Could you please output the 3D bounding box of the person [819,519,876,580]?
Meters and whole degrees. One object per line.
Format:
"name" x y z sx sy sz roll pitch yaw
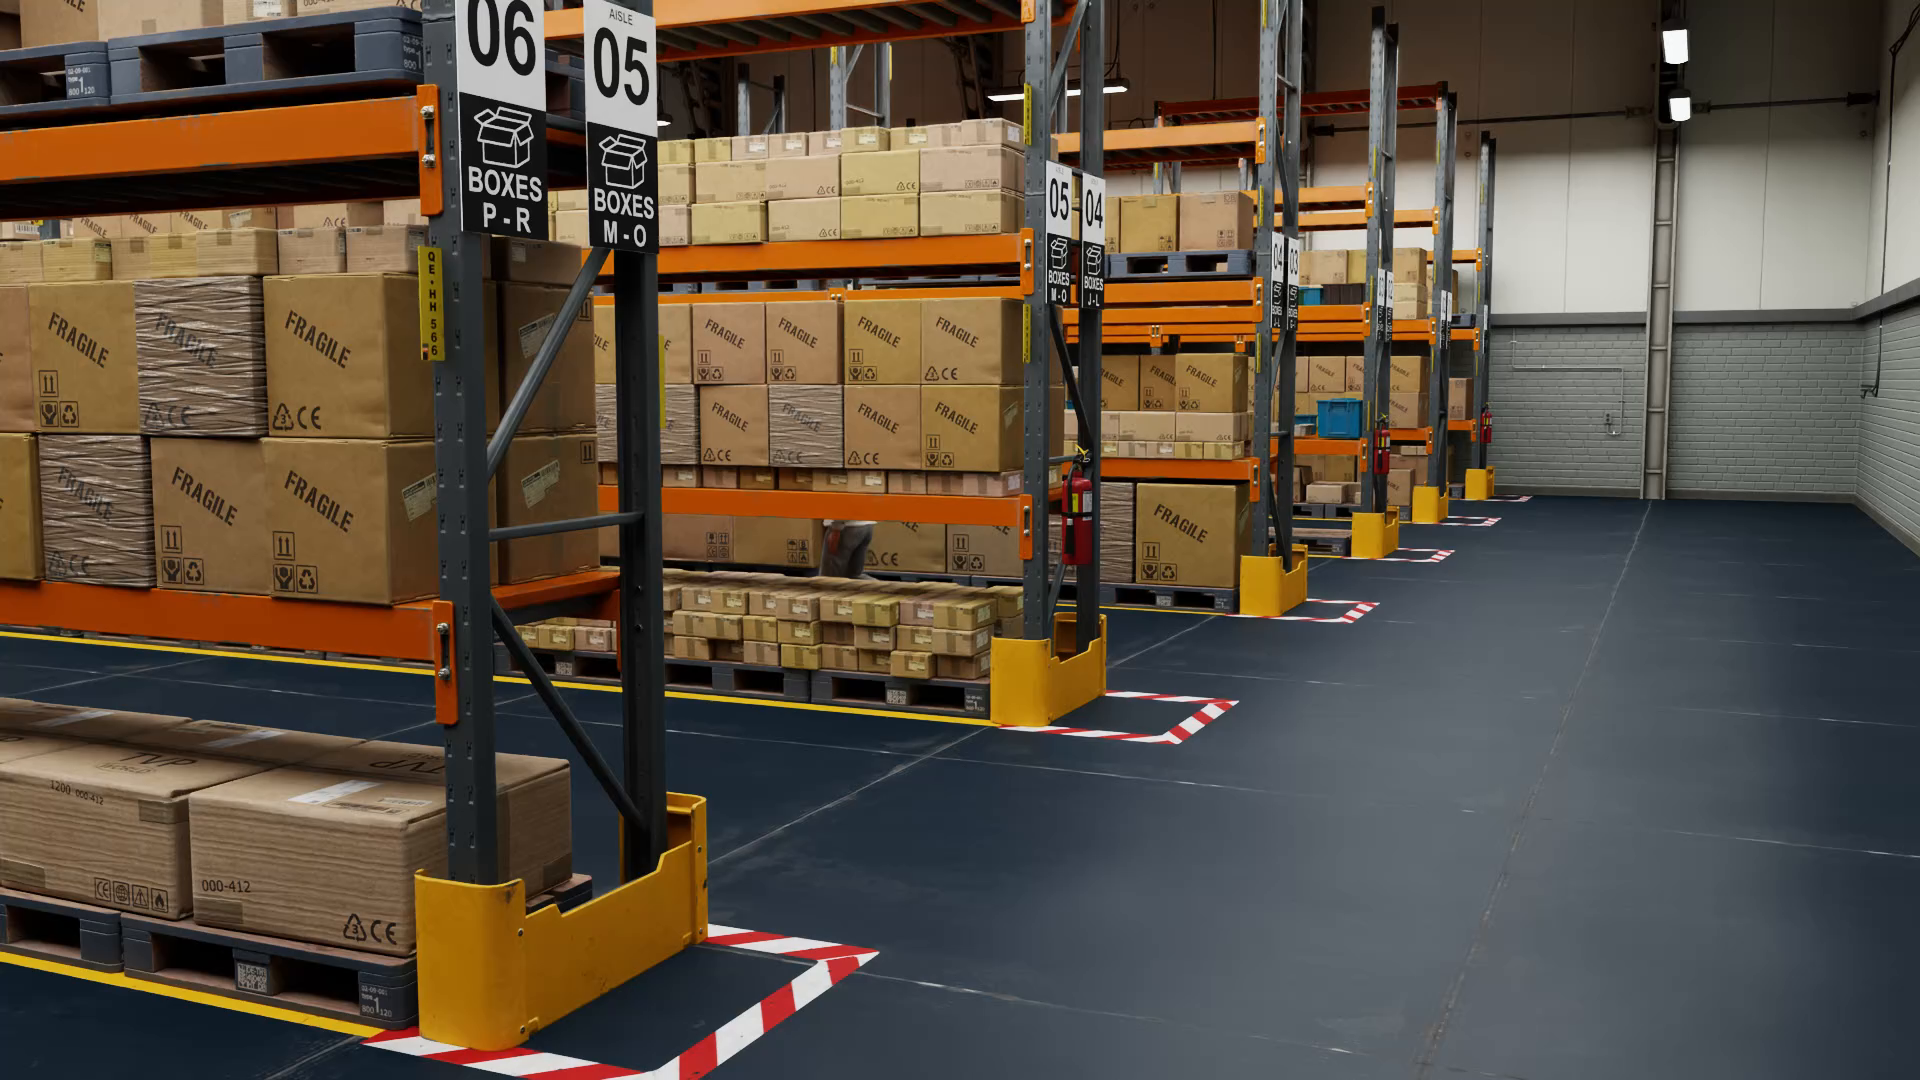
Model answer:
"person" -0.822 -0.100 12.279 0.784 1.764 0.578 2 6 18
